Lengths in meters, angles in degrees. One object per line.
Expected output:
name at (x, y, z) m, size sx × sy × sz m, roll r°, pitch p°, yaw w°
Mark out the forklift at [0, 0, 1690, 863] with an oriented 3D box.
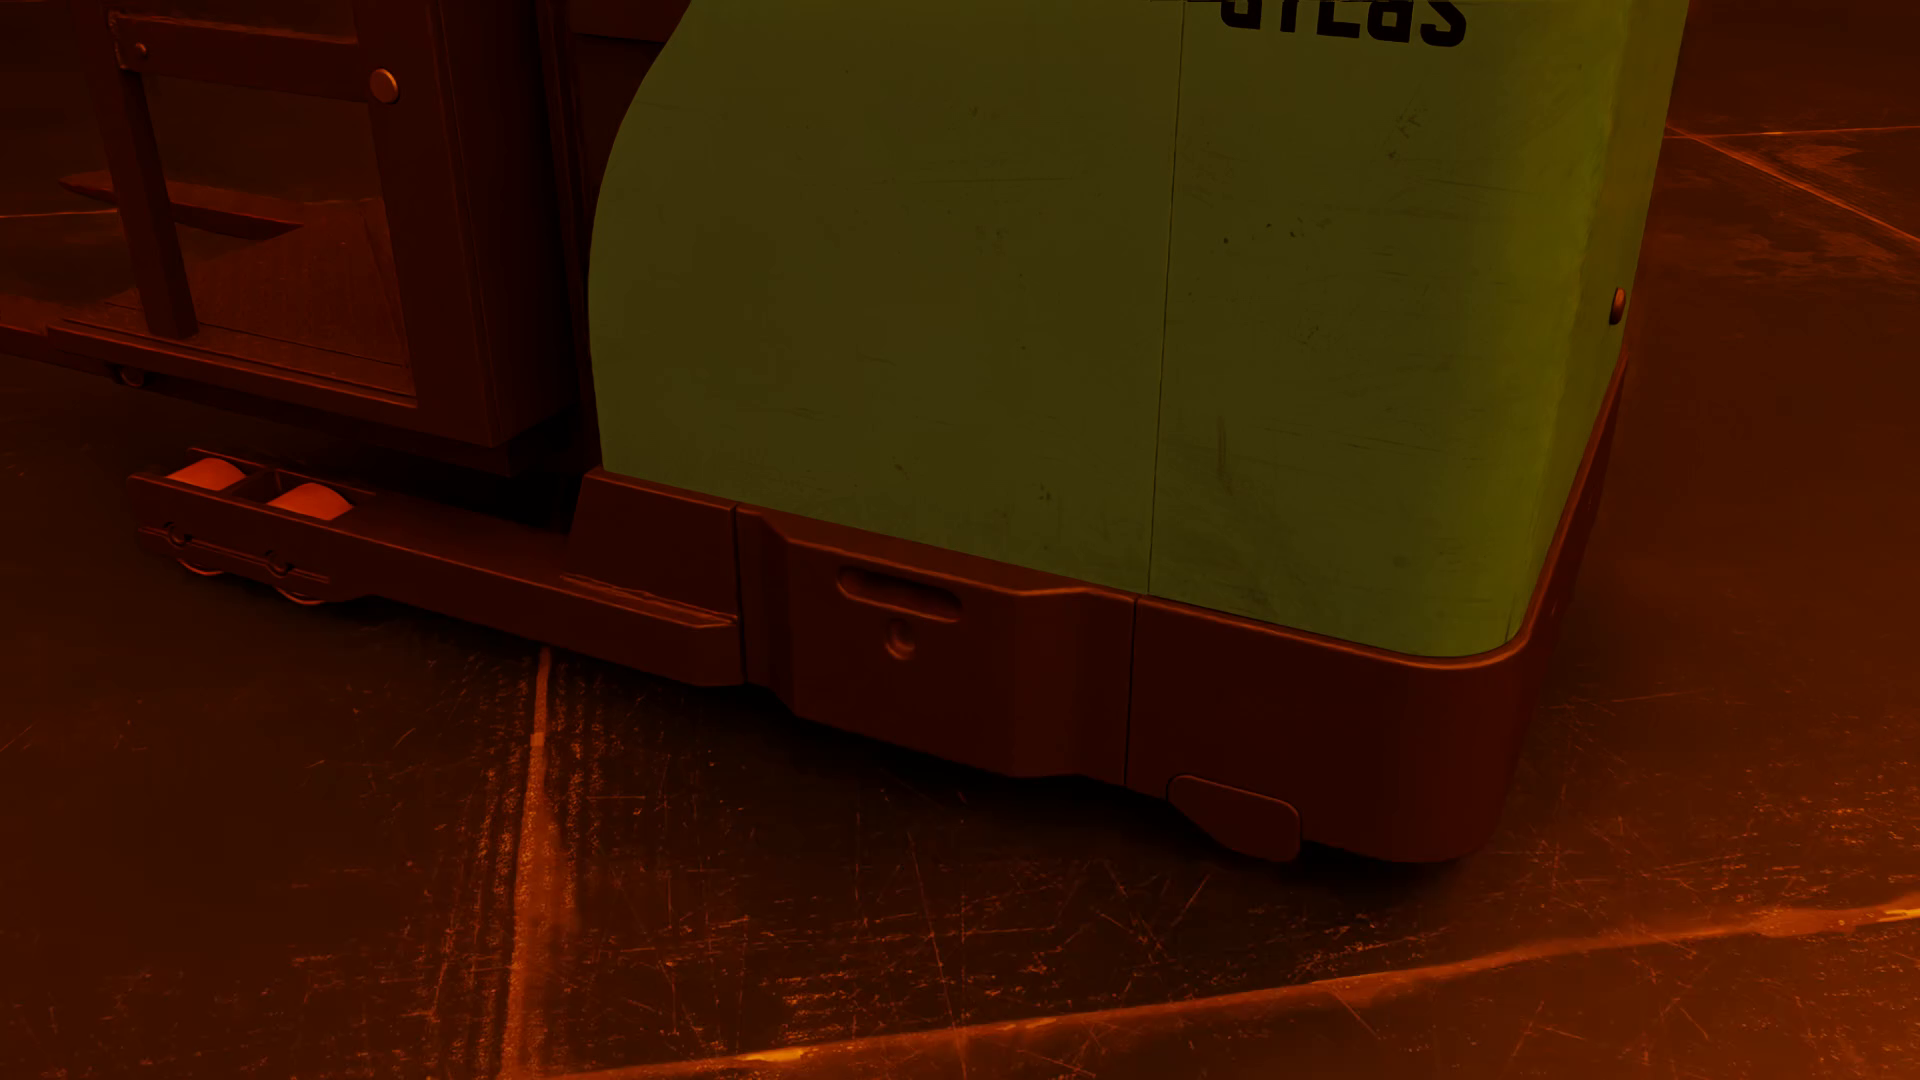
forklift at (-0.612, -1.411, 2.031) m, size 3.031 × 2.935 × 1.130 m, roll 13°, pitch 31°, yaw 23°
